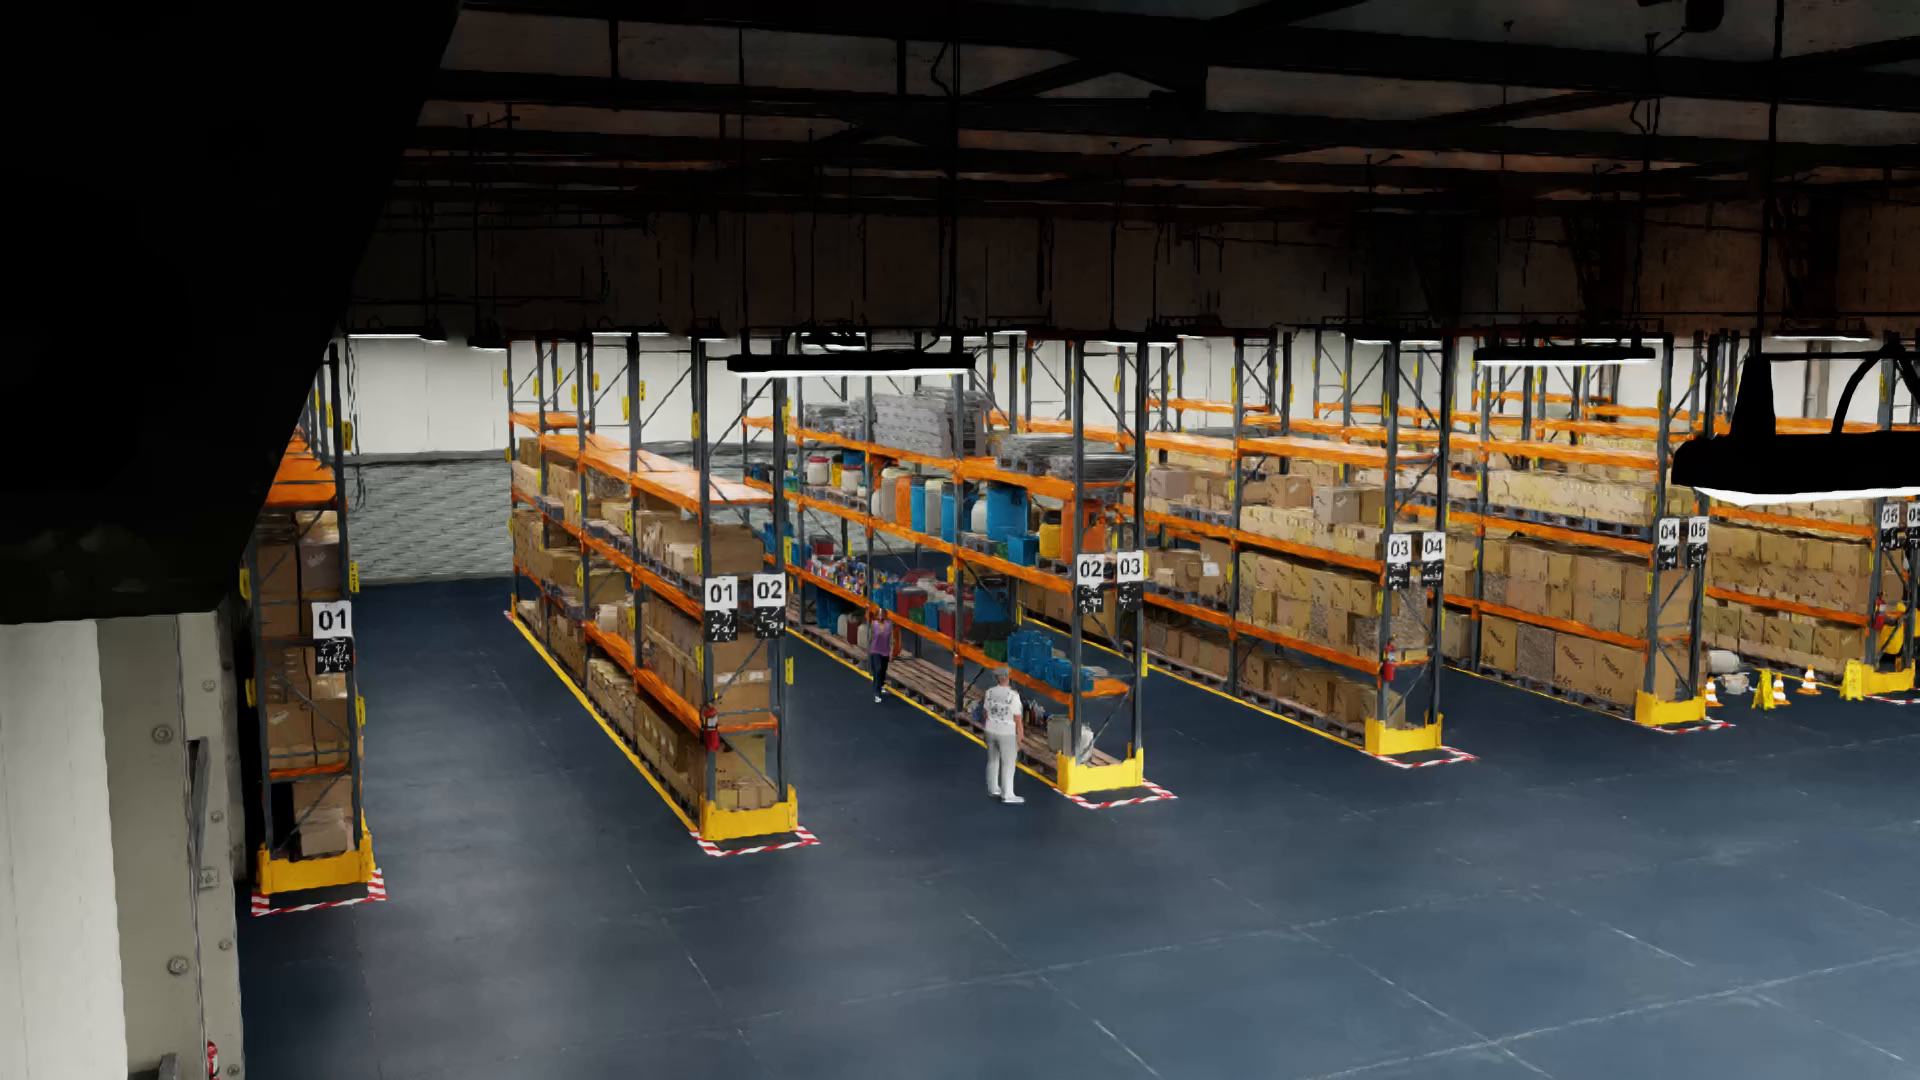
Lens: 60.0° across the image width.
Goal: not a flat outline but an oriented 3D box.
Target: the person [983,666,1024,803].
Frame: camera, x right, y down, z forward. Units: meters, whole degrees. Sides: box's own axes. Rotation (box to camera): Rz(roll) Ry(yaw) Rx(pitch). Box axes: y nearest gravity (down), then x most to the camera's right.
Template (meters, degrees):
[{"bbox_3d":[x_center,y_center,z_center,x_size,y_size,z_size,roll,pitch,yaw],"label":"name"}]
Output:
[{"bbox_3d":[0.572,2.516,21.649,0.595,1.761,0.475,5,9,35],"label":"person"}]

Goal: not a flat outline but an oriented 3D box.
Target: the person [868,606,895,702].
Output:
[{"bbox_3d":[-1.295,1.843,27.385,0.408,1.533,0.961,-2,8,-14],"label":"person"}]
